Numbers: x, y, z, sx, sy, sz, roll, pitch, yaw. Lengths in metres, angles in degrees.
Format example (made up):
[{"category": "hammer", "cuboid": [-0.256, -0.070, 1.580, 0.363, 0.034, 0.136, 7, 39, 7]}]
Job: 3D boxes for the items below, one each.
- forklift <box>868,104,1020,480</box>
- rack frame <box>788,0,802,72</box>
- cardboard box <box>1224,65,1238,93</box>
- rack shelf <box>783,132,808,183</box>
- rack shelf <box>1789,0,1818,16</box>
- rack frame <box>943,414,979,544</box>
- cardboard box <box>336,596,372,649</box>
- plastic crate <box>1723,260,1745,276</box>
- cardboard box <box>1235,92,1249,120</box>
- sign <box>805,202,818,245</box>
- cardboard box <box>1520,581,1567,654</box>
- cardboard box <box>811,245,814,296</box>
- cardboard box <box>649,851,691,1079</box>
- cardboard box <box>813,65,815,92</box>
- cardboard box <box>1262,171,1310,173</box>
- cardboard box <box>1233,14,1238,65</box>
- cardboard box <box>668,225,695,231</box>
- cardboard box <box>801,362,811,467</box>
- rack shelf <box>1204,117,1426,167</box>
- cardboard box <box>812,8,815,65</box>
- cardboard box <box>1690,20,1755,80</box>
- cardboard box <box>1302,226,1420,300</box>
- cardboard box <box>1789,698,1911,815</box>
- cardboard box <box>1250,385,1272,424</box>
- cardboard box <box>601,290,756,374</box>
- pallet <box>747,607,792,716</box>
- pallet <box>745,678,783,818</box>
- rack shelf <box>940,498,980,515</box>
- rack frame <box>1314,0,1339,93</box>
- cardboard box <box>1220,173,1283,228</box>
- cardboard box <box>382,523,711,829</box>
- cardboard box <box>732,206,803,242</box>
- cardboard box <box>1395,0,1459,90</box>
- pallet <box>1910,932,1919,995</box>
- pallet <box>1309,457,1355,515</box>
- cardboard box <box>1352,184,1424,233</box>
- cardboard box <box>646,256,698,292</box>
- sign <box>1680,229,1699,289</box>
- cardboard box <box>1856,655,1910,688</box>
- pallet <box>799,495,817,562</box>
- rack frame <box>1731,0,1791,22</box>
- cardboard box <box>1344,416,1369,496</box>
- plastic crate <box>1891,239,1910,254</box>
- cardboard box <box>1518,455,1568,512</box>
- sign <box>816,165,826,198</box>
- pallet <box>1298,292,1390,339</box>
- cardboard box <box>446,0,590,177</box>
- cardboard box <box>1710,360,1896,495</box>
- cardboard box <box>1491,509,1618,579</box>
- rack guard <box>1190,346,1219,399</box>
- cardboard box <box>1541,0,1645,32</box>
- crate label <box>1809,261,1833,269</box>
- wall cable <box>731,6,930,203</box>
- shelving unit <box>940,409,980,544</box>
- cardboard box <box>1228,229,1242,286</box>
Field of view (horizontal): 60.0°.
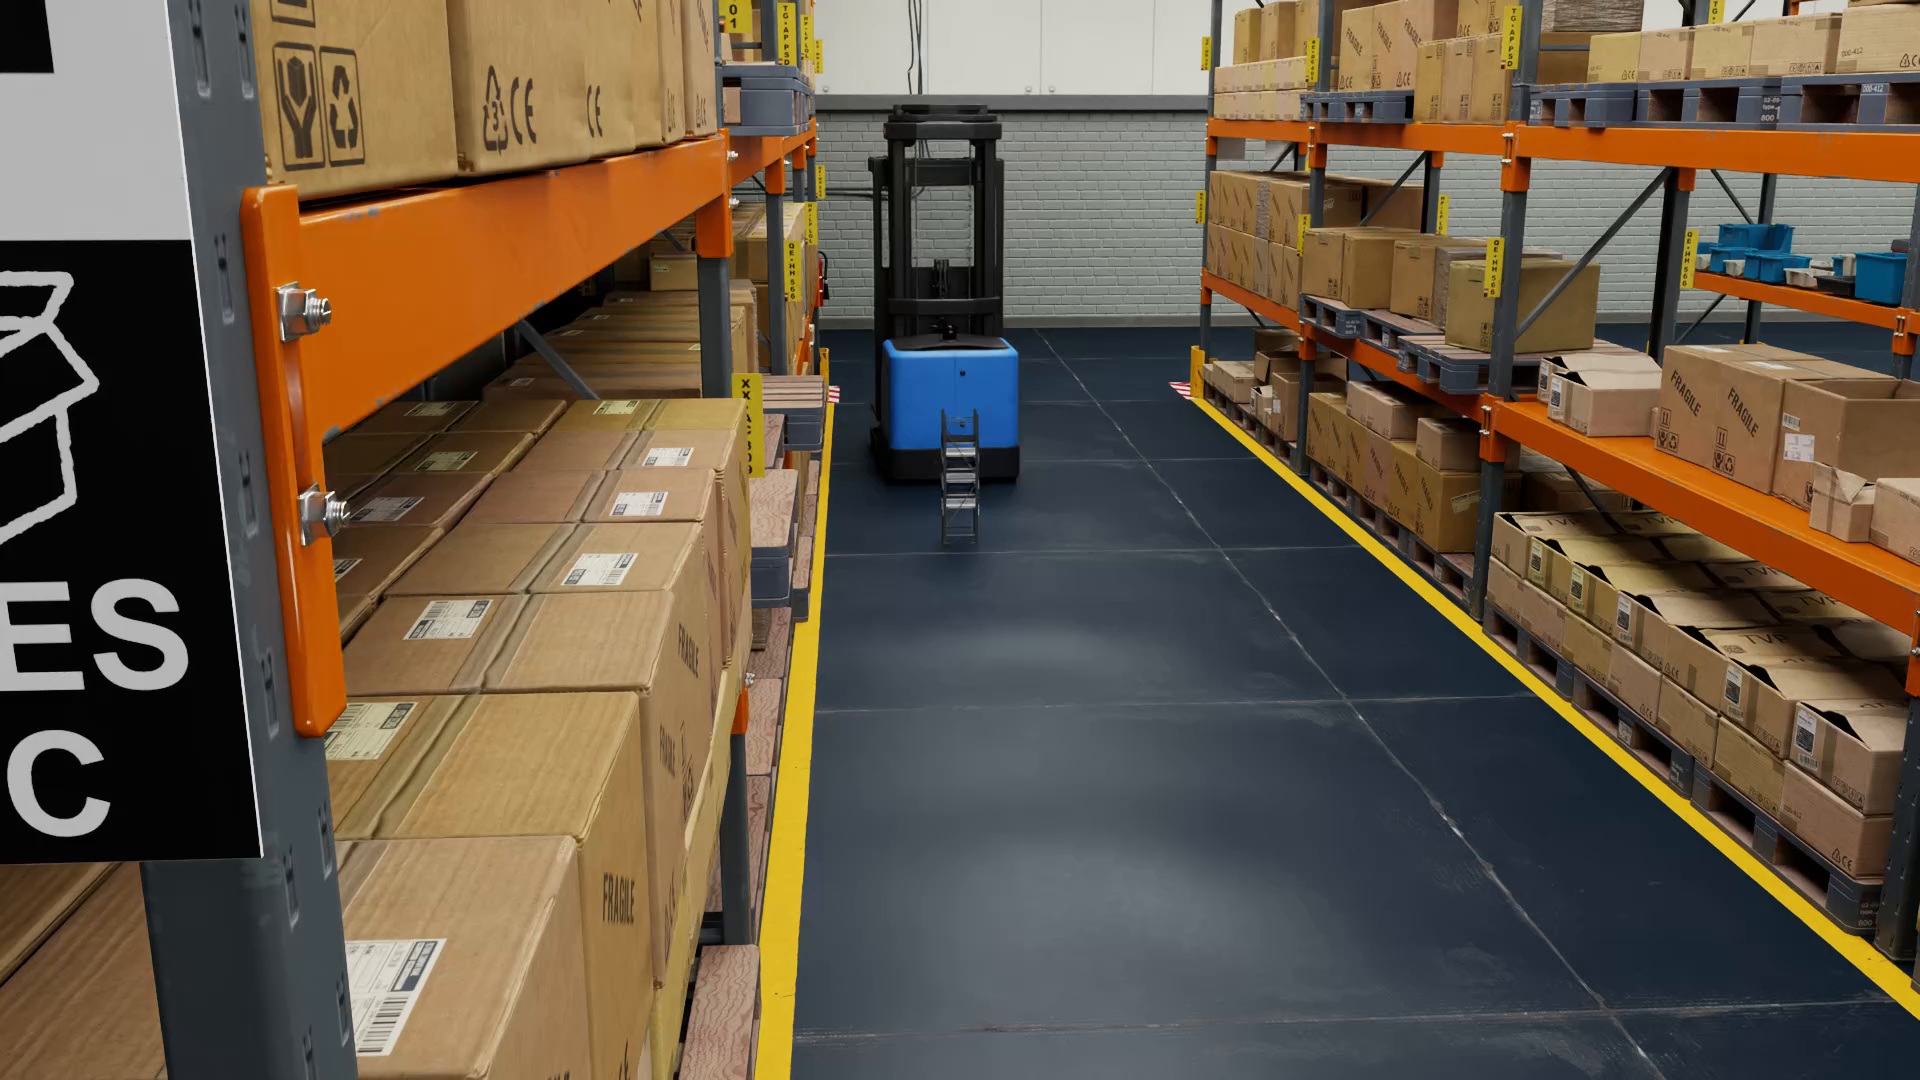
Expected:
[{"category": "forklift", "cuboid": [-0.207, -2.212, 14.240, 1.130, 2.935, 3.031, -2, 15, -6]}, {"category": "rack frame", "cuboid": [-1.694, -4.818, 12.191, 1.000, 3.000, 0.127, -1, 14, -3]}, {"category": "cardboard box", "cuboid": [2.798, -4.350, 15.693, 0.500, 0.250, 0.500, -1, 14, -3]}, {"category": "rack shelf", "cuboid": [-1.570, -2.519, 10.721, 1.077, 0.370, 4.000, -1, 14, -3]}, {"category": "rack shelf", "cuboid": [8.070, -4.926, 14.858, 1.077, 0.370, 4.000, -1, 14, -3]}, {"category": "rack frame", "cuboid": [0.006, -0.413, 11.324, 0.240, 0.900, 0.006, -1, 14, -3]}, {"category": "cardboard box", "cuboid": [-1.250, 0.404, 2.692, 0.500, 0.500, 0.500, -1, 14, -5]}, {"category": "plastic crate", "cuboid": [7.612, -2.645, 16.196, 0.250, 0.136, 0.298, -1, 14, -3]}, {"category": "cardboard box", "cuboid": [2.831, -3.984, 15.272, 0.500, 0.250, 0.500, -1, 14, -3]}, {"category": "sign", "cuboid": [-1.153, -2.445, 12.846, 0.100, 0.325, 0.005, -1, 14, -3]}, {"category": "cardboard box", "cuboid": [3.269, 0.393, 8.654, 0.500, 0.250, 0.500, -1, 14, -5]}, {"category": "cardboard box", "cuboid": [-1.806, -2.555, 14.835, 0.980, 0.700, 0.700, -2, 15, -6]}, {"category": "cardboard box", "cuboid": [-0.736, 0.753, 2.840, 0.500, 0.250, 0.500, -1, 14, -4]}, {"category": "cardboard box", "cuboid": [-1.632, -4.361, 15.693, 0.500, 0.250, 0.500, 0, 14, -2]}, {"category": "cardboard box", "cuboid": [3.304, -3.411, 16.555, 0.500, 0.500, 0.500, -1, 14, -4]}, {"category": "cardboard box", "cuboid": [3.050, -4.842, 16.099, 0.700, 0.500, 0.500, -1, 14, -3]}, {"category": "cardboard box", "cuboid": [-1.762, -1.720, 9.850, 0.500, 0.250, 0.500, -1, 14, -5]}, {"category": "cardboard box", "cuboid": [-1.524, -0.915, 12.534, 0.750, 0.750, 0.750, -1, 14, -3]}, {"category": "rack shelf", "cuboid": [3.126, -3.591, 14.888, 1.077, 0.370, 4.000, -1, 14, -3]}, {"category": "cardboard box", "cuboid": [-1.624, -4.724, 15.601, 0.500, 0.500, 0.500, -1, 14, -4]}, {"category": "cardboard box", "cuboid": [3.656, -2.194, 7.471, 0.500, 0.250, 0.500, -1, 14, -5]}, {"category": "cardboard box", "cuboid": [3.056, -2.120, 12.703, 0.700, 0.500, 0.500, -6, 16, -22]}, {"category": "cardboard box", "cuboid": [3.434, 0.760, 6.101, 0.500, 0.311, 0.500, -1, 14, -3]}, {"category": "cardboard box", "cuboid": [2.885, -1.224, 14.778, 0.500, 0.311, 0.500, -1, 14, -3]}, {"category": "cardboard box", "cuboid": [-1.346, -0.924, 8.013, 0.700, 0.500, 0.500, -2, 15, -9]}, {"category": "pallet", "cuboid": [-1.400, 0.627, 8.664, 1.003, 0.211, 1.213, -1, 14, -3]}, {"category": "pallet", "cuboid": [-1.327, 0.930, 7.488, 1.003, 0.211, 1.213, -1, 14, -3]}, {"category": "rack shelf", "cuboid": [0.000, -0.231, 11.475, 0.258, 0.077, 0.200, -1, 14, -3]}, {"category": "rack frame", "cuboid": [3.250, -4.895, 12.492, 1.000, 3.000, 0.127, -1, 14, -3]}, {"category": "cardboard box", "cuboid": [2.806, -3.273, 16.019, 0.500, 0.500, 0.500, -1, 14, -3]}, {"category": "cardboard box", "cuboid": [-0.771, 0.269, 3.218, 0.500, 0.500, 0.500, 0, 14, -2]}, {"category": "cardboard box", "cuboid": [-1.388, -2.238, 11.862, 0.500, 0.250, 0.500, -1, 14, -2]}, {"category": "cardboard box", "cuboid": [3.293, -3.284, 11.008, 0.600, 0.600, 0.600, -1, 15, -6]}, {"category": "pallet", "cuboid": [3.753, 1.549, 5.083, 1.003, 0.211, 1.213, -1, 14, -3]}, {"category": "pallet", "cuboid": [3.338, -0.437, 12.803, 1.003, 0.211, 1.213, -1, 14, -3]}, {"category": "cardboard box", "cuboid": [3.501, -2.644, 13.575, 0.500, 0.500, 0.500, -1, 14, -2]}, {"category": "cardboard box", "cuboid": [-1.360, -1.328, 8.282, 0.380, 0.149, 0.250, -3, 15, -13]}, {"category": "sign", "cuboid": [4.051, -1.565, 9.265, 0.100, 0.325, 0.005, -1, 14, -3]}, {"category": "cardboard box", "cuboid": [3.943, 0.625, 6.626, 0.500, 0.311, 0.500, -1, 14, -4]}, {"category": "pallet", "cuboid": [-1.493, -0.067, 11.363, 1.003, 0.211, 1.213, -1, 14, -3]}, {"category": "rack frame", "cuboid": [7.946, -5.965, 16.652, 1.000, 3.000, 0.127, -1, 14, -3]}, {"category": "cardboard box", "cuboid": [3.104, -0.611, 12.015, 0.500, 0.500, 0.500, -1, 14, -3]}, {"category": "plastic crate", "cuboid": [8.389, -2.351, 14.396, 0.402, 0.464, 0.583, -1, 14, -3]}, {"category": "cardboard box", "cuboid": [3.716, -0.245, 10.593, 0.500, 0.500, 0.500, -1, 14, -5]}, {"category": "sign", "cuboid": [-1.400, -3.587, 16.650, 0.100, 0.325, 0.005, -1, 14, -3]}, {"category": "pallet", "cuboid": [3.190, -1.696, 12.484, 1.003, 0.211, 1.213, -1, 14, -3]}, {"category": "cardboard box", "cuboid": [-0.720, -0.660, 1.810, 0.500, 0.500, 0.500, 0, 14, 0]}, {"category": "cardboard box", "cuboid": [3.650, -0.495, 7.231, 0.500, 0.500, 0.500, -1, 14, -3]}, {"category": "cardboard box", "cuboid": [3.237, -0.003, 9.070, 0.500, 0.311, 0.500, 0, 14, -2]}, {"category": "rack guard", "cuboid": [3.006, -1.755, 17.344, 1.175, 0.500, 0.348, -1, 14, -3]}, {"category": "cardboard box", "cuboid": [3.477, -3.089, 9.284, 0.500, 0.500, 0.500, -1, 14, -3]}, {"category": "crate label", "cuboid": [8.222, -2.620, 16.099, 0.396, 0.136, 0.243, -1, 14, -3]}, {"category": "wall cable", "cuboid": [-1.936, -5.721, 21.933, 3.097, 2.526, 0.112, -1, 14, -3]}, {"category": "shelving unit", "cuboid": [0.000, -0.438, 11.422, 0.258, 0.900, 0.210, -1, 14, -3]}, {"category": "cardboard box", "cuboid": [2.832, -2.665, 15.665, 0.500, 0.500, 0.500, -1, 14, -4]}]
